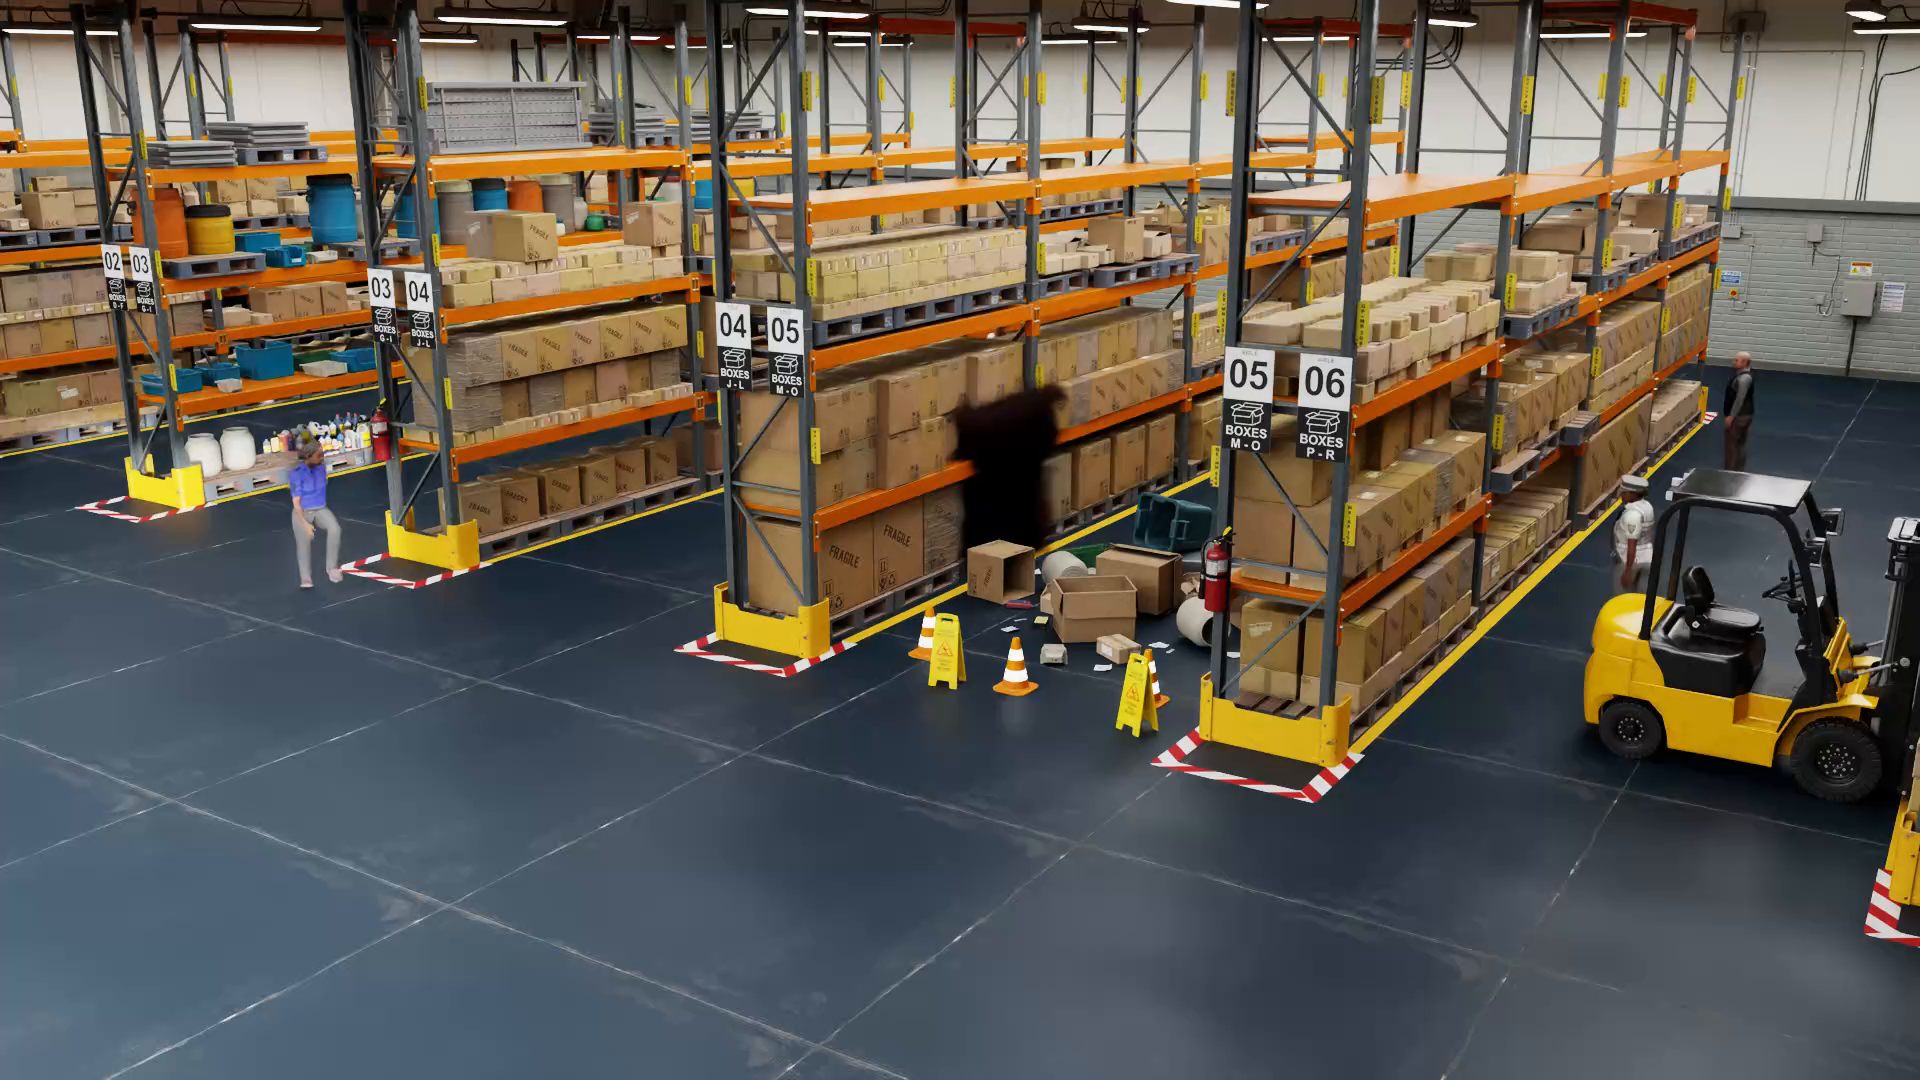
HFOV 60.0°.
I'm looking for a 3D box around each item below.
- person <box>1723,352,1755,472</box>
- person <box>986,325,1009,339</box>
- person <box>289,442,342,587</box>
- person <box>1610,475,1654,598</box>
[{"bbox_3d":[10.148,-1.596,21.713,0.388,1.727,0.548,12,19,36],"label":"person"},{"bbox_3d":[0.575,-2.487,24.846,0.630,1.725,1.050,9,18,31],"label":"person"},{"bbox_3d":[-6.577,-0.225,16.910,0.406,1.592,0.976,-9,18,-29],"label":"person"},{"bbox_3d":[6.196,0.237,15.301,0.470,1.671,0.417,-8,18,-27],"label":"person"}]
